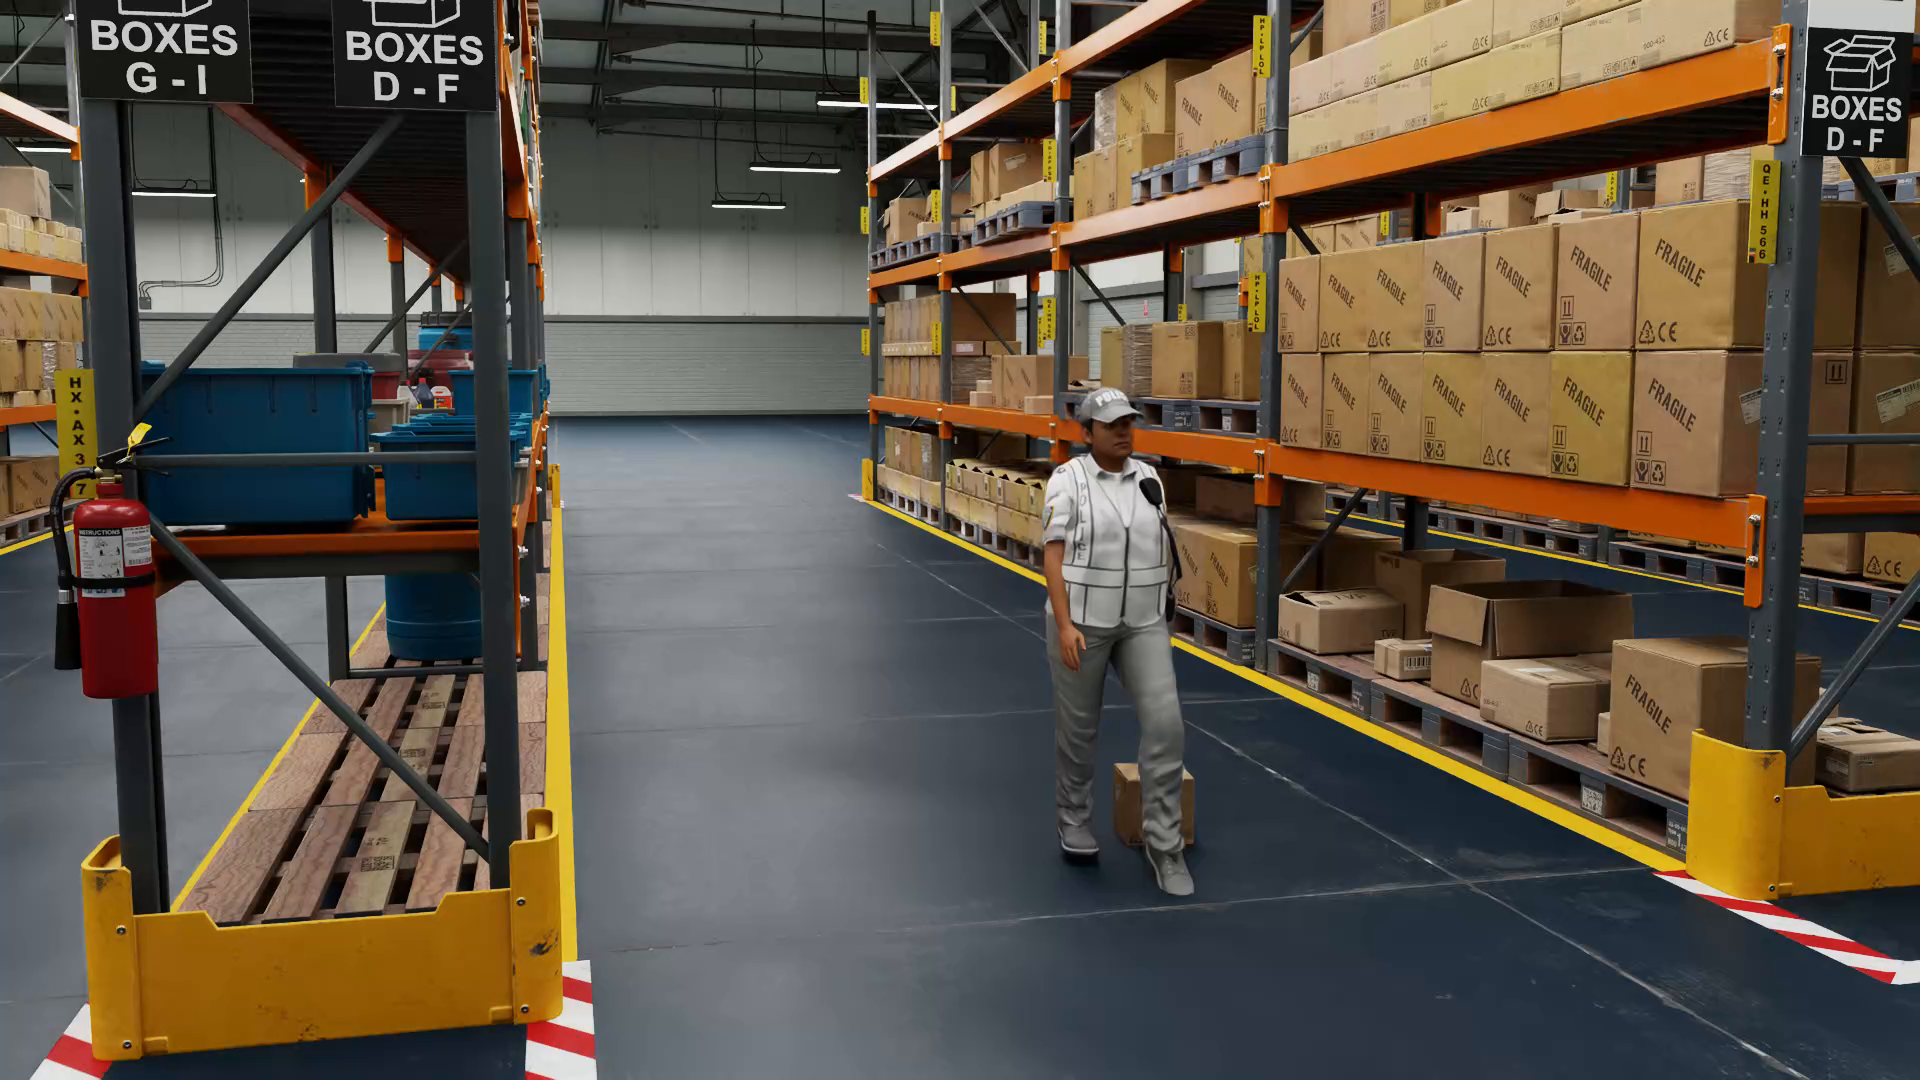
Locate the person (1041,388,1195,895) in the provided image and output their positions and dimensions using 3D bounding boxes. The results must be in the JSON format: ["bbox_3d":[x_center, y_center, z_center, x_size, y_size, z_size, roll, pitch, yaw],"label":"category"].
[{"bbox_3d":[0.525,0.340,5.715,0.478,1.717,0.670,-1,6,-13],"label":"person"}]
